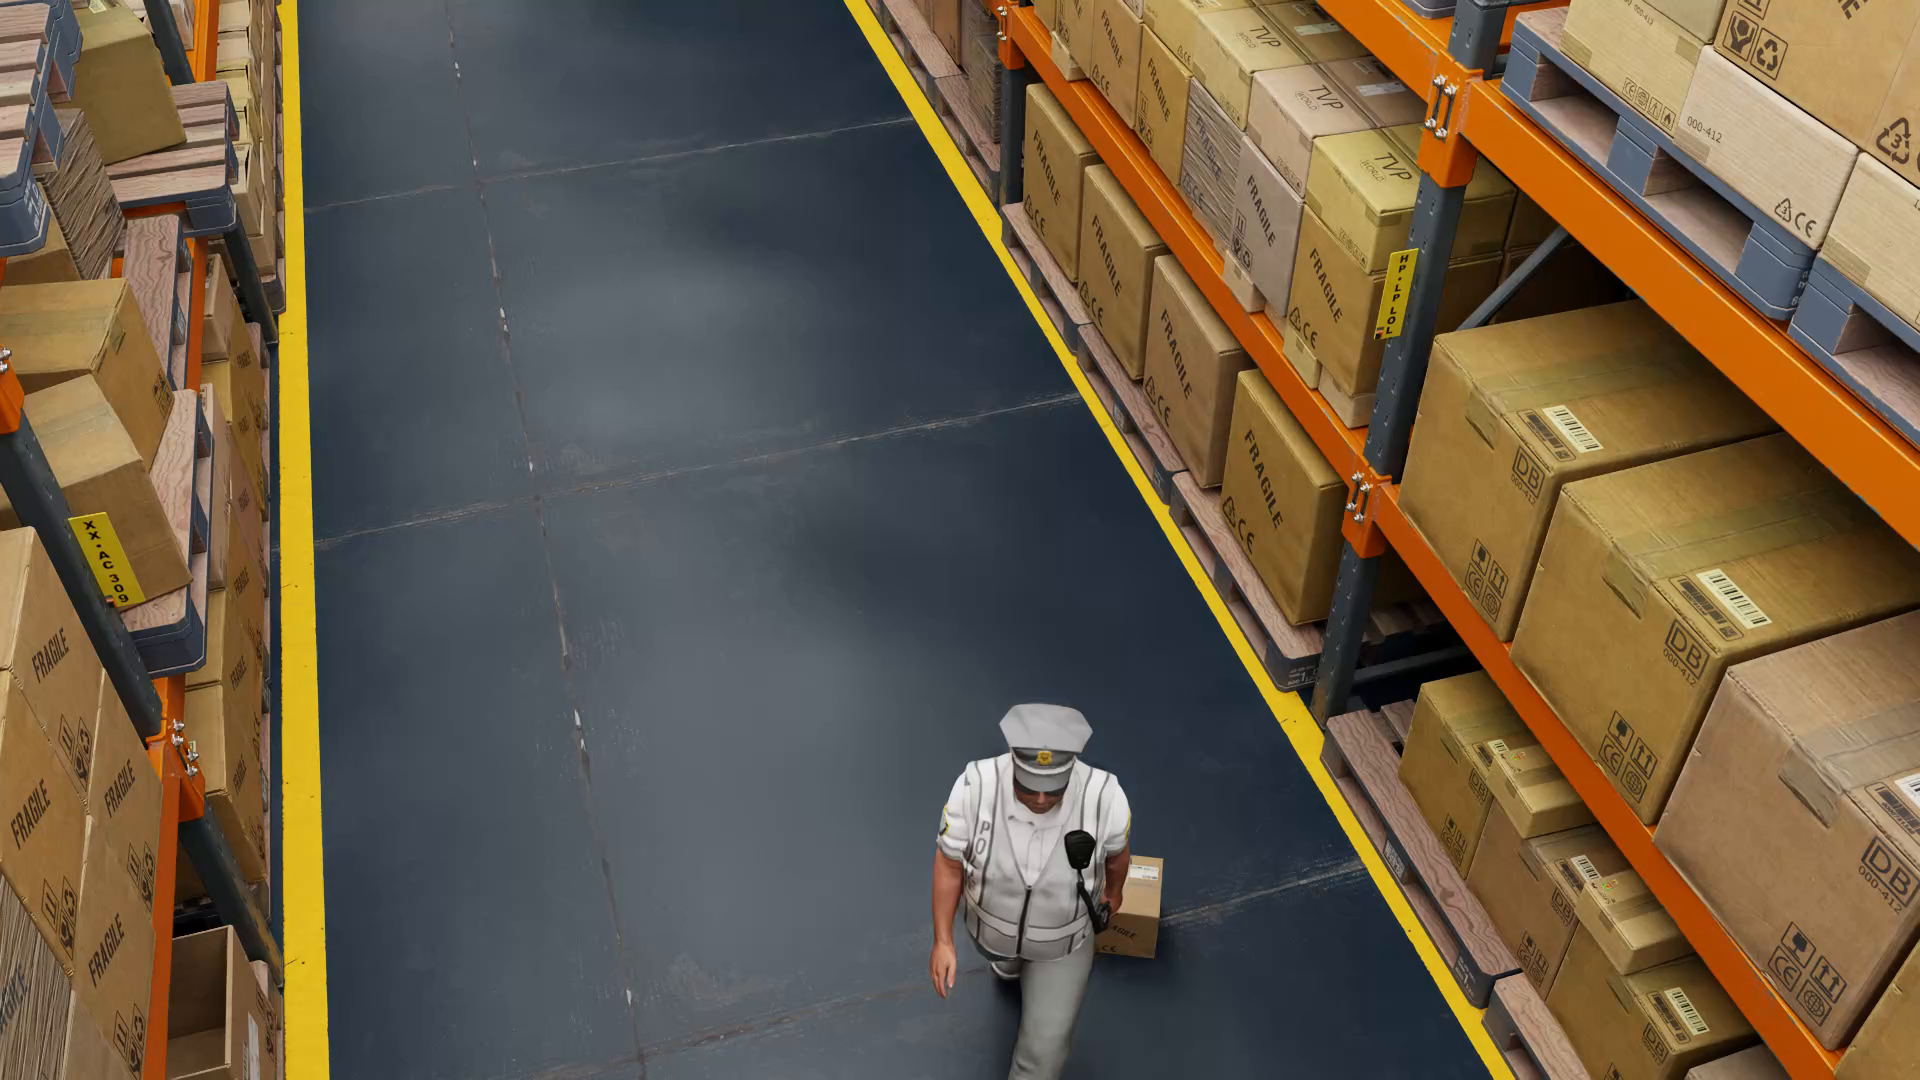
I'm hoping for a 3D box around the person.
[{"bbox_3d":[0.206,1.088,4.951,0.546,1.708,1.092,9,43,9],"label":"person"}]
